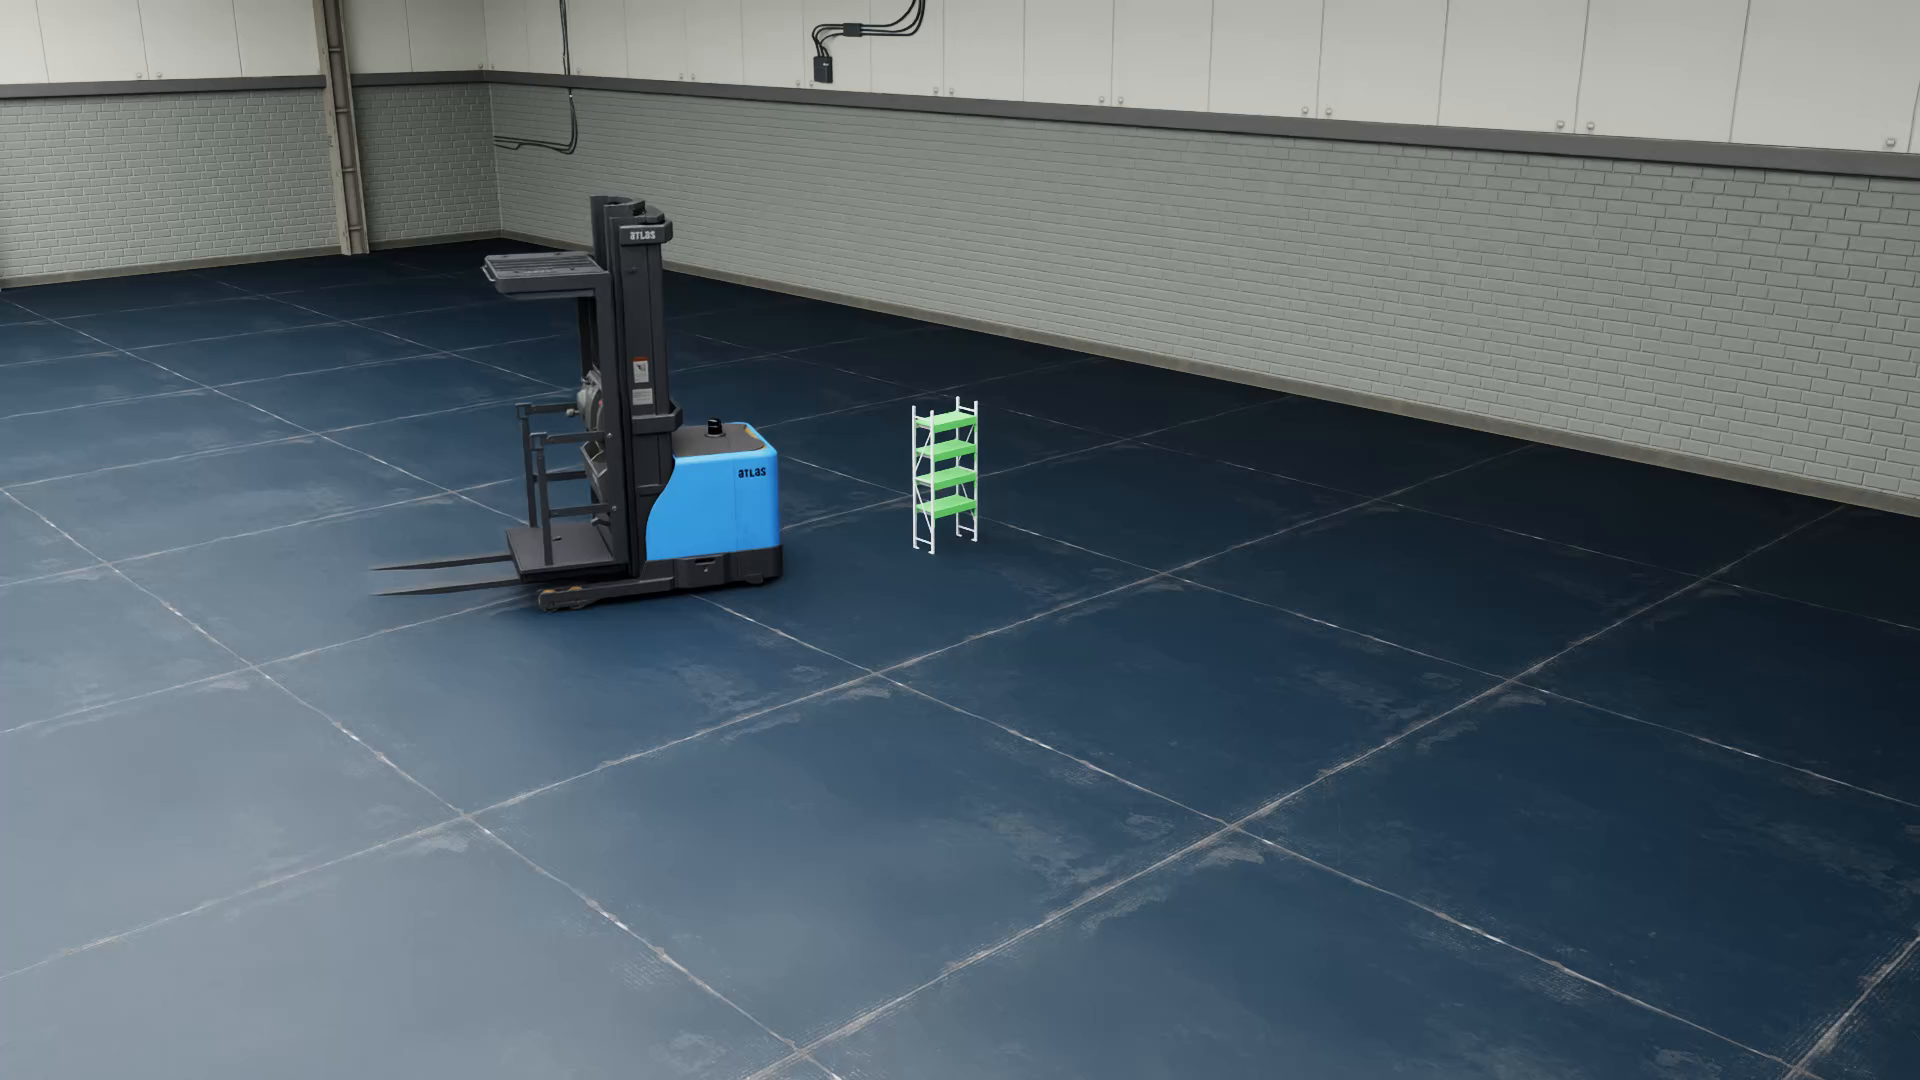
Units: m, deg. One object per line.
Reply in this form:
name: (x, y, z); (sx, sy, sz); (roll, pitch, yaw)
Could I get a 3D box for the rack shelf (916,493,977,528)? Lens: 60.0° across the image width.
rack shelf: (-0.120, -0.247, 13.785); (0.480, 0.148, 0.258); (-16, 24, -41)

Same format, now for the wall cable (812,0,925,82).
wall cable: (-1.299, -9.244, 22.392); (0.169, 6.003, 2.305); (-16, 24, -41)

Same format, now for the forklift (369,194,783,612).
forklift: (-2.951, -1.042, 12.447); (3.031, 2.935, 1.130); (-6, 19, -19)

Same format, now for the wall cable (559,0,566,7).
wall cable: (-5.951, -10.076, 27.319); (0.112, 2.526, 3.097); (-16, 24, -41)

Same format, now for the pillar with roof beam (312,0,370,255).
pillar with roof beam: (-7.901, -8.465, 25.502); (0.400, 9.000, 9.100); (-16, 24, -41)

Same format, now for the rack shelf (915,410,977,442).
rack shelf: (-0.120, -0.931, 13.563); (0.480, 0.148, 0.258); (-16, 24, -41)

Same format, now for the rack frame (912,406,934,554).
rack frame: (-0.298, -0.484, 13.532); (0.015, 1.200, 0.240); (-16, 24, -41)

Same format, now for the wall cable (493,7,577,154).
wall cable: (-7.809, -8.280, 29.968); (0.112, 2.526, 3.097); (-16, 24, -41)

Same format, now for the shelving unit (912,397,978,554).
shelving unit: (-0.120, -0.536, 13.691); (0.503, 1.200, 0.258); (-16, 24, -41)

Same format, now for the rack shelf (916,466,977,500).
rack shelf: (-0.120, -0.475, 13.711); (0.480, 0.148, 0.258); (-16, 24, -41)

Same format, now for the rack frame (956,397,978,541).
rack frame: (0.057, -0.587, 13.851); (0.015, 1.200, 0.240); (-16, 24, -41)

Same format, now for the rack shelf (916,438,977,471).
rack shelf: (-0.120, -0.703, 13.637); (0.480, 0.148, 0.258); (-16, 24, -41)
